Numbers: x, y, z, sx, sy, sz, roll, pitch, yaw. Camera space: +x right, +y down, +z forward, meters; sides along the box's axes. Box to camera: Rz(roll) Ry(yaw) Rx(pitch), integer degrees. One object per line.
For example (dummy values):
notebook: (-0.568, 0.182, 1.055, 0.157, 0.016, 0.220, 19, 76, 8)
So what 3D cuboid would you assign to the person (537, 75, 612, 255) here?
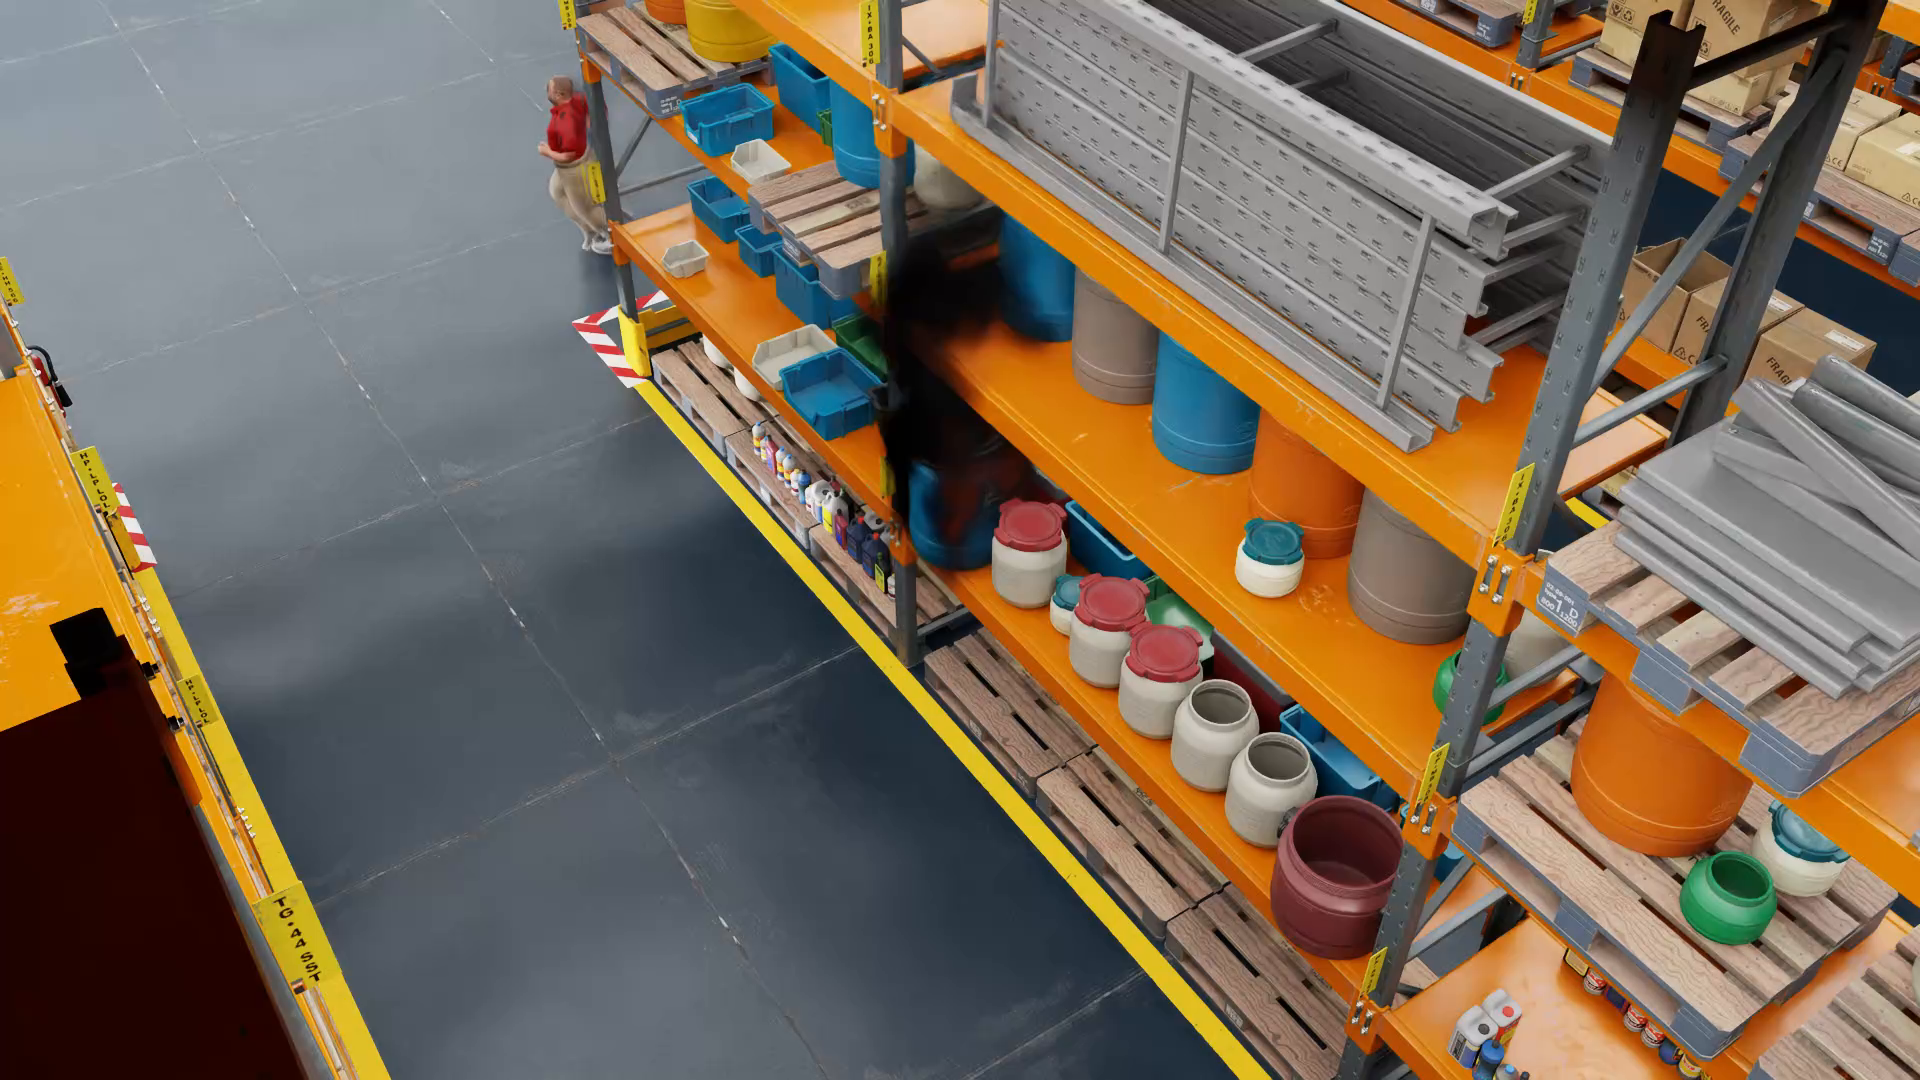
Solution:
person: (-3.182, -3.061, 13.855, 0.627, 1.768, 0.691, 0, 43, 0)
